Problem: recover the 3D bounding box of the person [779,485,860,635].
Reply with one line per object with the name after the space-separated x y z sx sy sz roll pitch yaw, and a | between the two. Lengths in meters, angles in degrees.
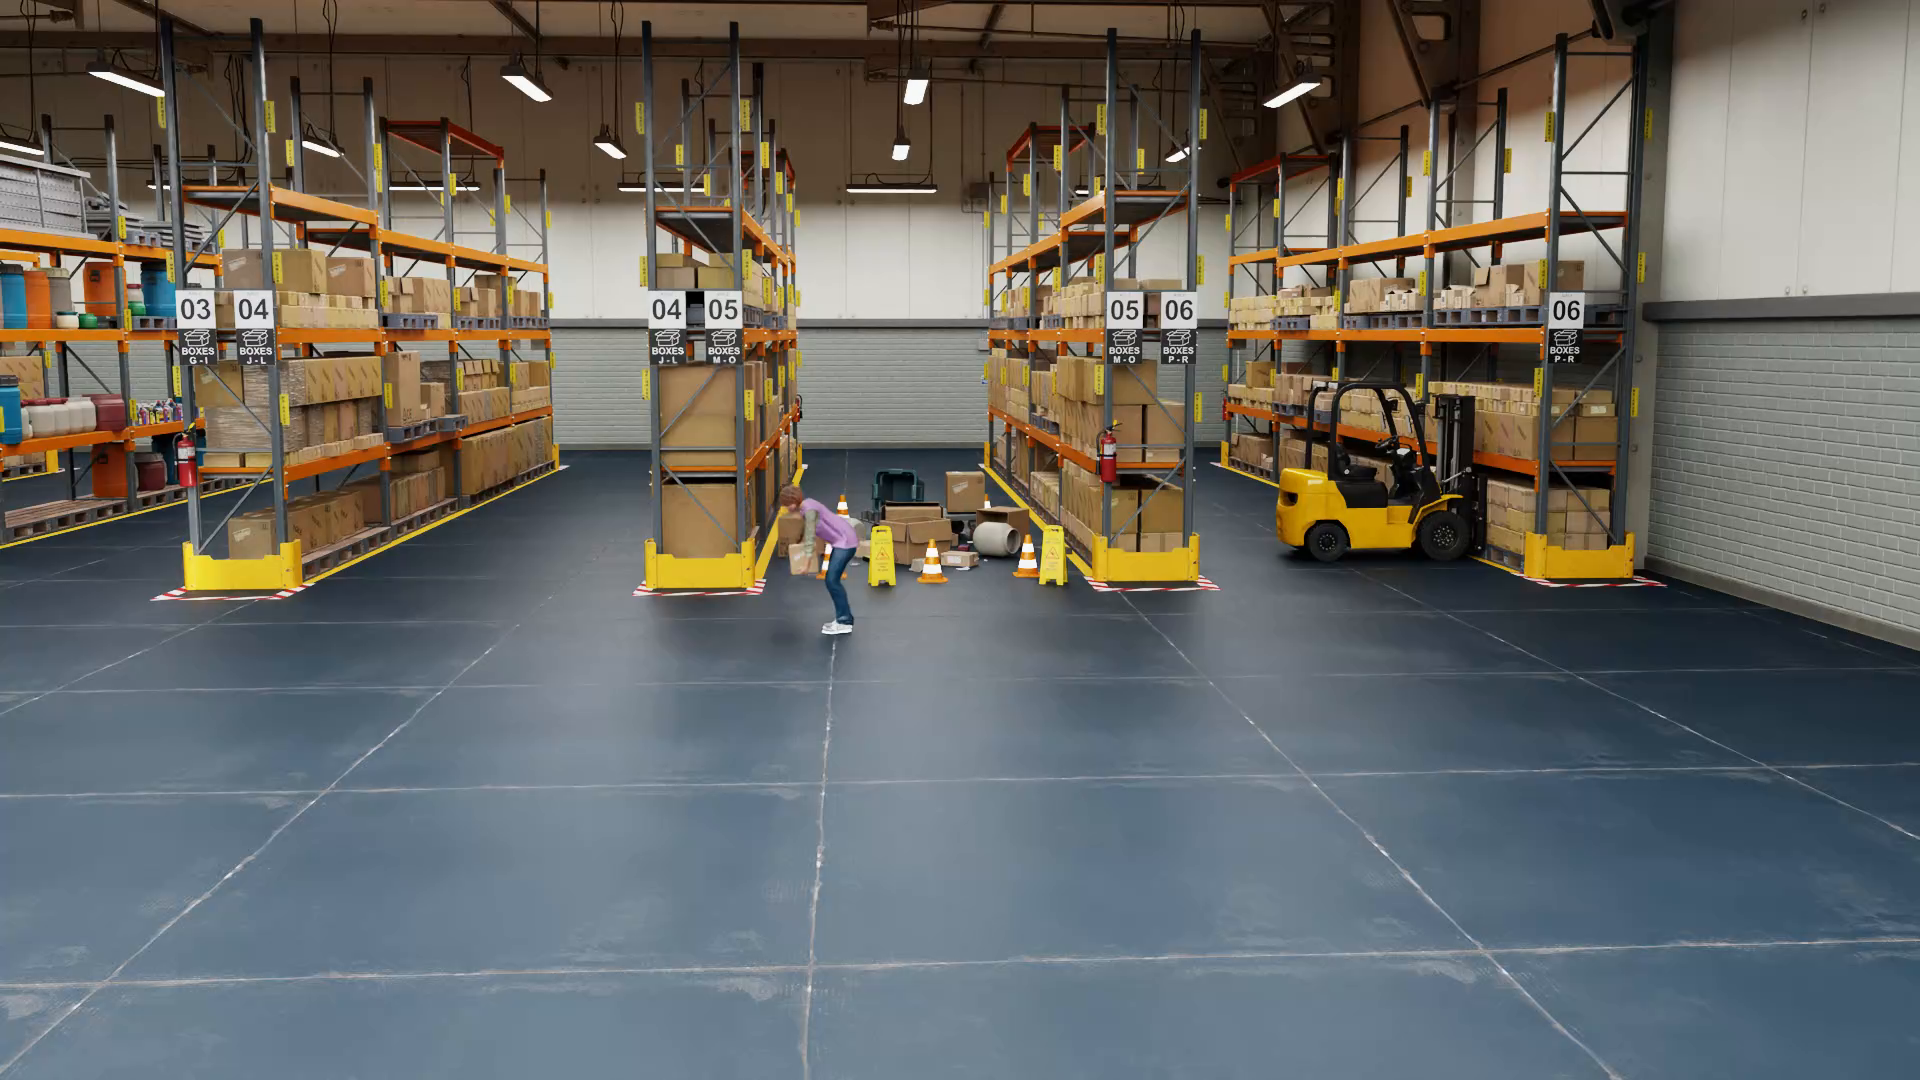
-1.291 0.177 15.323 0.737 1.370 0.377 -1 7 -5 | person
